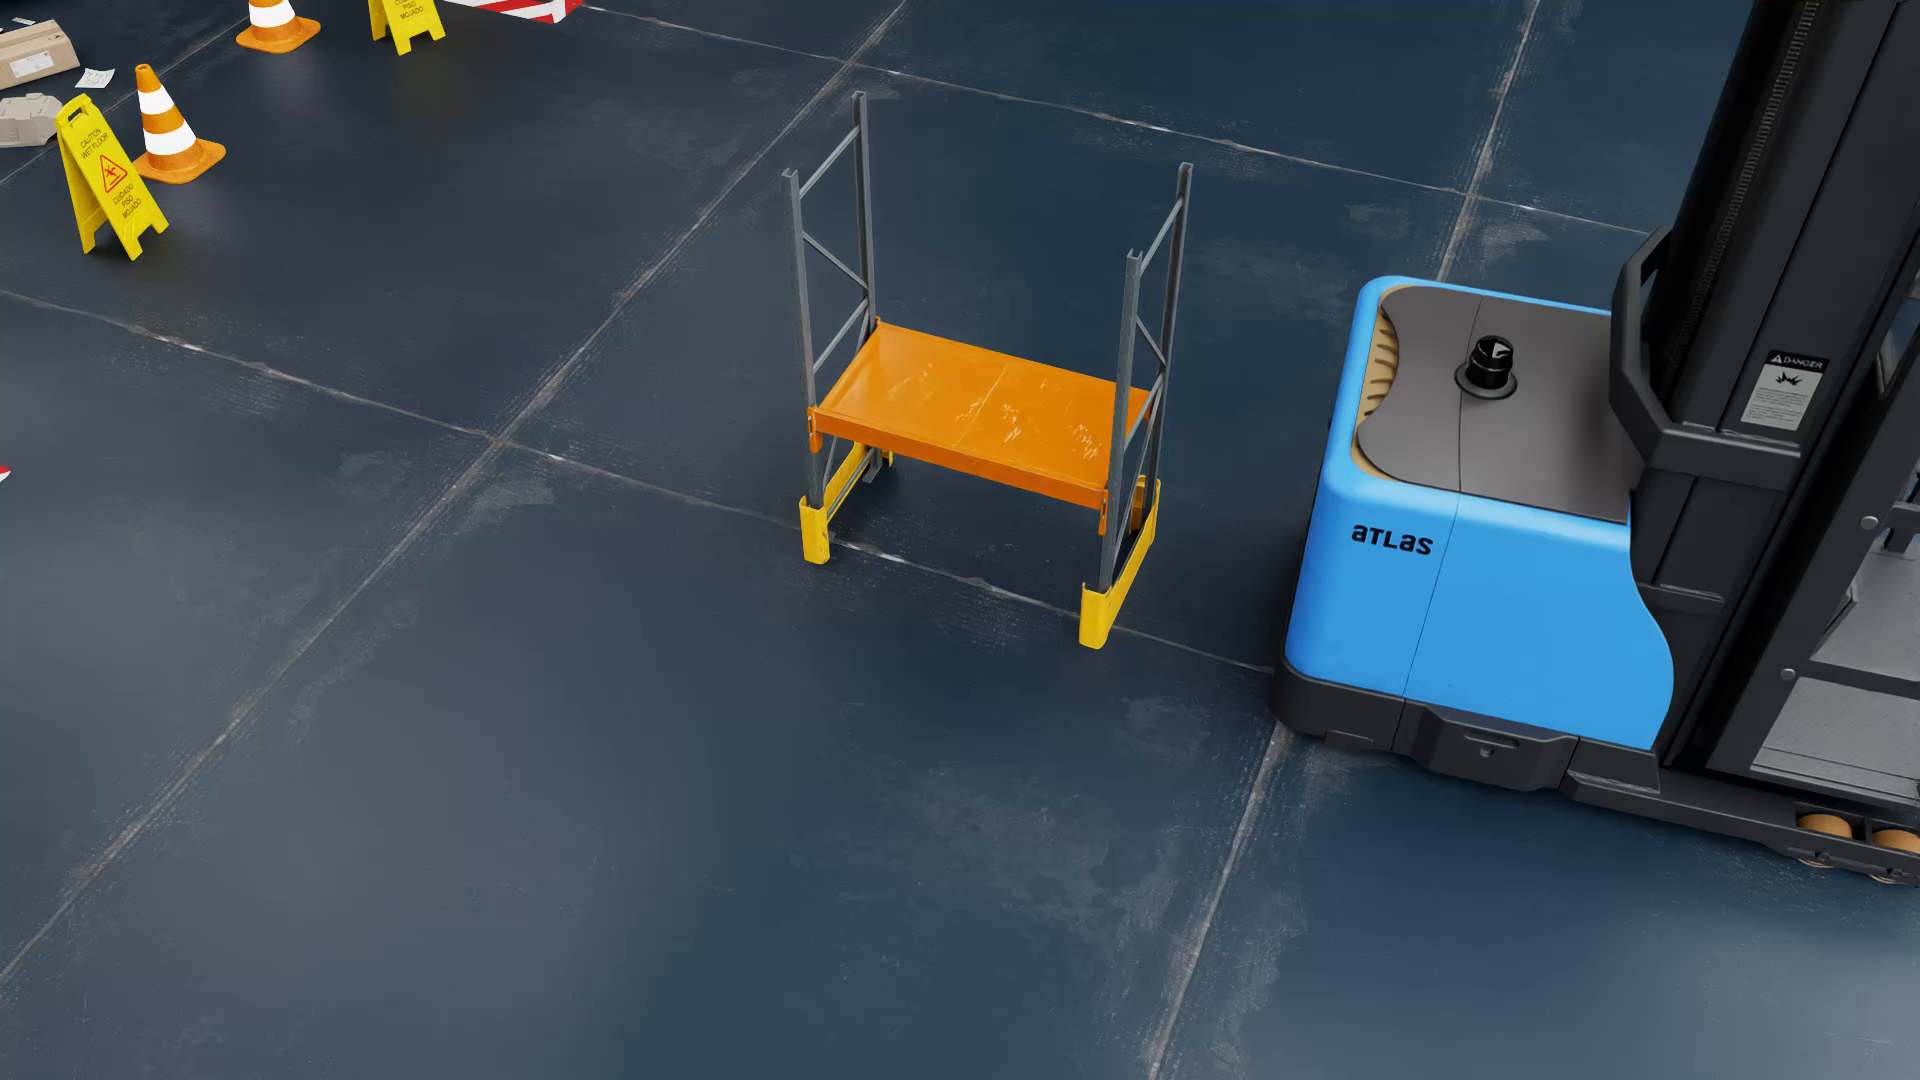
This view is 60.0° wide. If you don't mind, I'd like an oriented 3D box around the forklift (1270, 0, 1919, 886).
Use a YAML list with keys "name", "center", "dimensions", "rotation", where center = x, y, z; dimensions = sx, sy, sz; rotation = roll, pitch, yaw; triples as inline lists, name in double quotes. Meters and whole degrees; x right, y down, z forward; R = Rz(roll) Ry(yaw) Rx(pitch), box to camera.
- name: "forklift"
  center: [2.533, -0.476, 4.150]
  dimensions: [3.031, 2.935, 1.130]
  rotation: [12, 46, 12]

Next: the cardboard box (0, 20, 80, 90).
- name: "cardboard box"
  center: [-4.483, -2.332, 7.989]
  dimensions: [0.380, 0.149, 0.250]
  rotation: [-28, 51, -25]

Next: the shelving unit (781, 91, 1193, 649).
- name: "shelving unit"
  center: [0.070, -0.511, 5.200]
  dimensions: [1.083, 1.500, 0.587]
  rotation: [16, 47, 16]

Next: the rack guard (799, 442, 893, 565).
- name: "rack guard"
  center: [-0.389, -0.203, 5.777]
  dimensions: [0.087, 0.250, 0.587]
  rotation: [16, 47, 16]

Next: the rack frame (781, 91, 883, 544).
- name: "rack frame"
  center: [-0.390, -0.647, 5.336]
  dimensions: [0.032, 1.500, 0.500]
  rotation: [16, 47, 16]

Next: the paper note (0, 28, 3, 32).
- name: "paper note"
  center: [-4.861, -2.535, 8.284]
  dimensions: [0.142, 0.019, 0.148]
  rotation: [33, 54, 29]

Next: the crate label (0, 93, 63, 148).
- name: "crate label"
  center: [-4.253, -1.923, 7.585]
  dimensions: [0.298, 0.136, 0.250]
  rotation: [-5, 45, -5]

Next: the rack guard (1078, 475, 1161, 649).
- name: "rack guard"
  center: [0.530, 0.067, 5.505]
  dimensions: [0.087, 0.250, 0.587]
  rotation: [16, 47, 16]

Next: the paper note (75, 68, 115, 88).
- name: "paper note"
  center: [-4.135, -2.211, 7.950]
  dimensions: [0.142, 0.019, 0.148]
  rotation: [2, 45, 2]

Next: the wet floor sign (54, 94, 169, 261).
- name: "wet floor sign"
  center: [-3.520, -1.499, 6.799]
  dimensions: [0.232, 0.644, 0.267]
  rotation: [9, 46, 9]

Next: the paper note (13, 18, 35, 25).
- name: "paper note"
  center: [-4.712, -2.610, 8.367]
  dimensions: [0.123, 0.001, 0.032]
  rotation: [16, 47, 16]

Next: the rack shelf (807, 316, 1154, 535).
- name: "rack shelf"
  center: [0.079, -0.381, 5.325]
  dimensions: [1.000, 0.185, 0.538]
  rotation: [16, 47, 16]

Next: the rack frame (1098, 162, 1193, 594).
- name: "rack frame"
  center: [0.548, -0.370, 5.059]
  dimensions: [0.032, 1.500, 0.500]
  rotation: [16, 47, 16]

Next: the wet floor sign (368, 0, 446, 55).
- name: "wet floor sign"
  center: [-2.733, -2.719, 8.026]
  dimensions: [0.232, 0.644, 0.267]
  rotation: [33, 54, 29]

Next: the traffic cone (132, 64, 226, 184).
- name: "traffic cone"
  center: [-3.503, -1.865, 7.296]
  dimensions: [0.334, 0.463, 0.336]
  rotation: [16, 47, 16]

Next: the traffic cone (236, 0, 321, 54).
- name: "traffic cone"
  center: [-3.390, -2.680, 8.115]
  dimensions: [0.334, 0.463, 0.336]
  rotation: [16, 47, 16]
